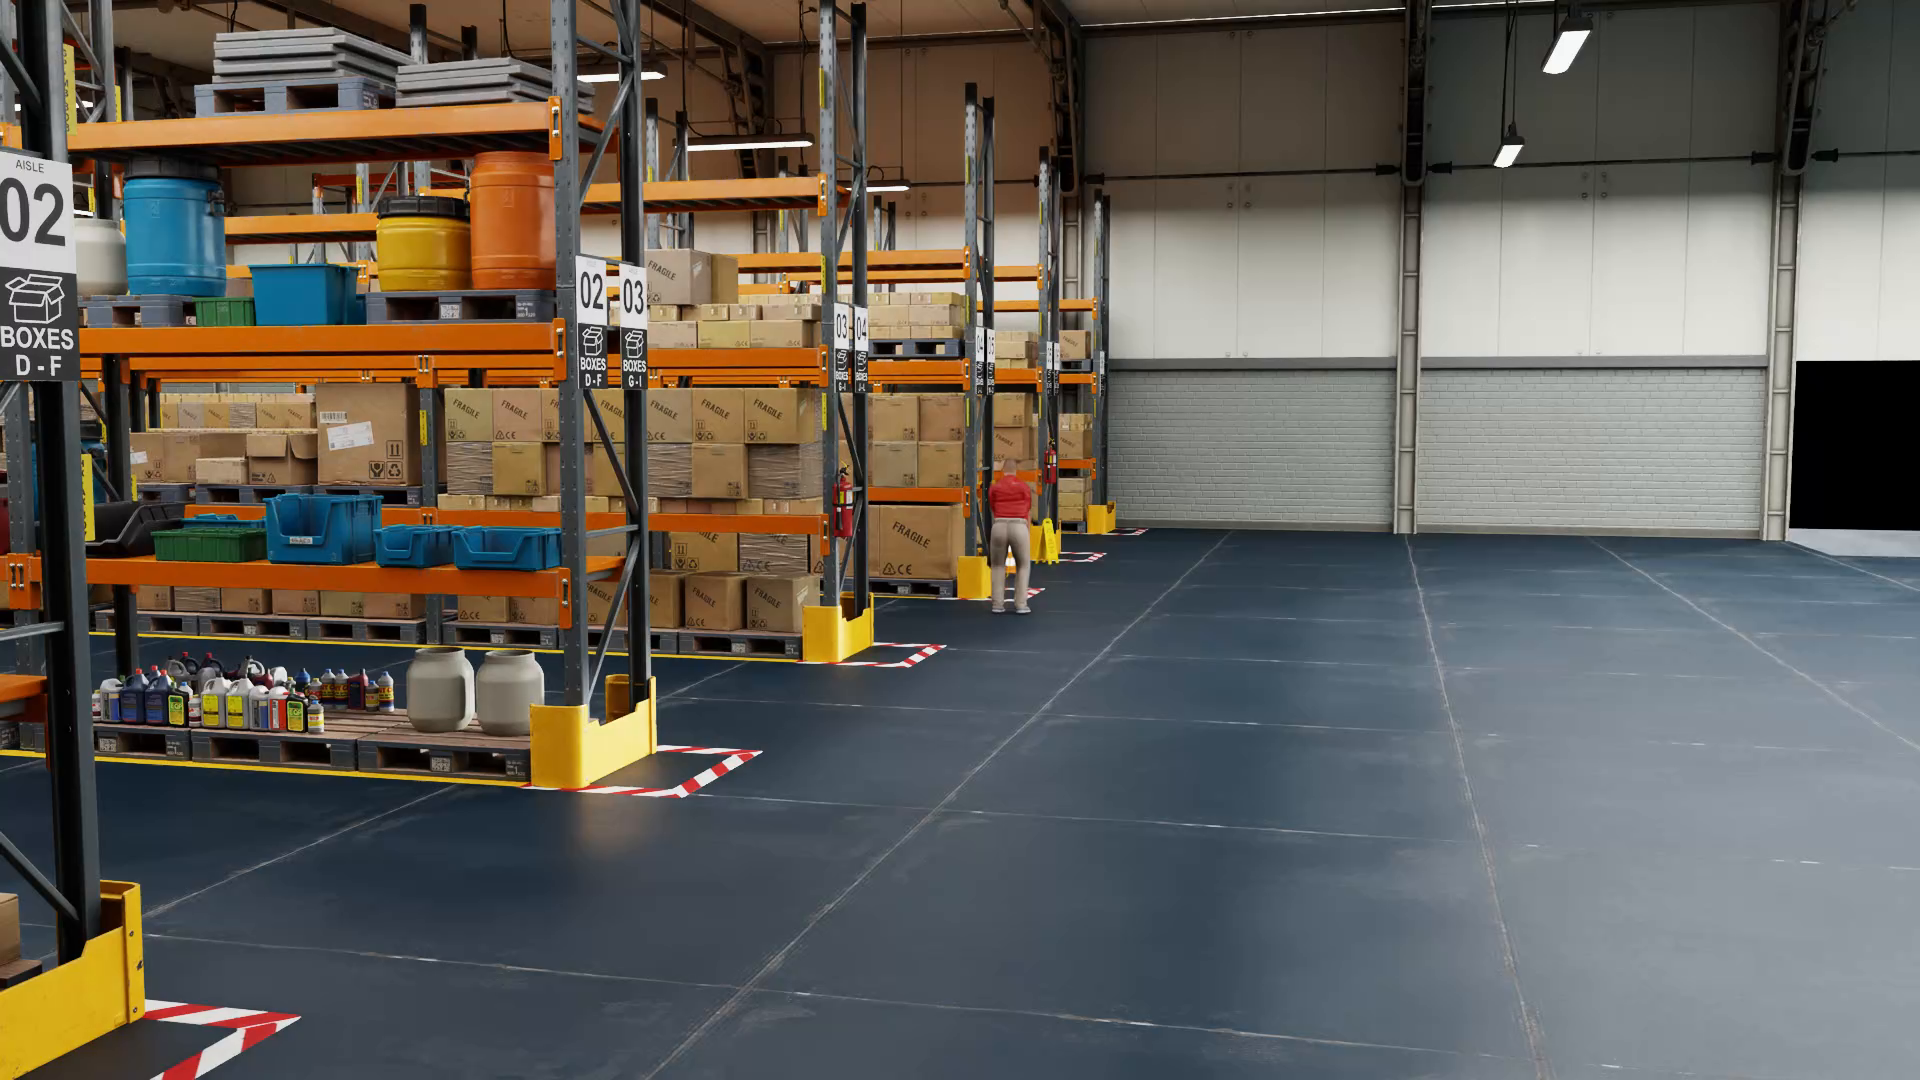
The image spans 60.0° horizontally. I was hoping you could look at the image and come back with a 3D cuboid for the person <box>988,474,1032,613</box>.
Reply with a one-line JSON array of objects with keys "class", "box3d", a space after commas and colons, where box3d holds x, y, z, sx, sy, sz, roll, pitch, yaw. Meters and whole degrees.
[{"class": "person", "box3d": [0.536, 0.045, 18.306, 0.483, 1.533, 0.404, 1, 5, 13]}]
